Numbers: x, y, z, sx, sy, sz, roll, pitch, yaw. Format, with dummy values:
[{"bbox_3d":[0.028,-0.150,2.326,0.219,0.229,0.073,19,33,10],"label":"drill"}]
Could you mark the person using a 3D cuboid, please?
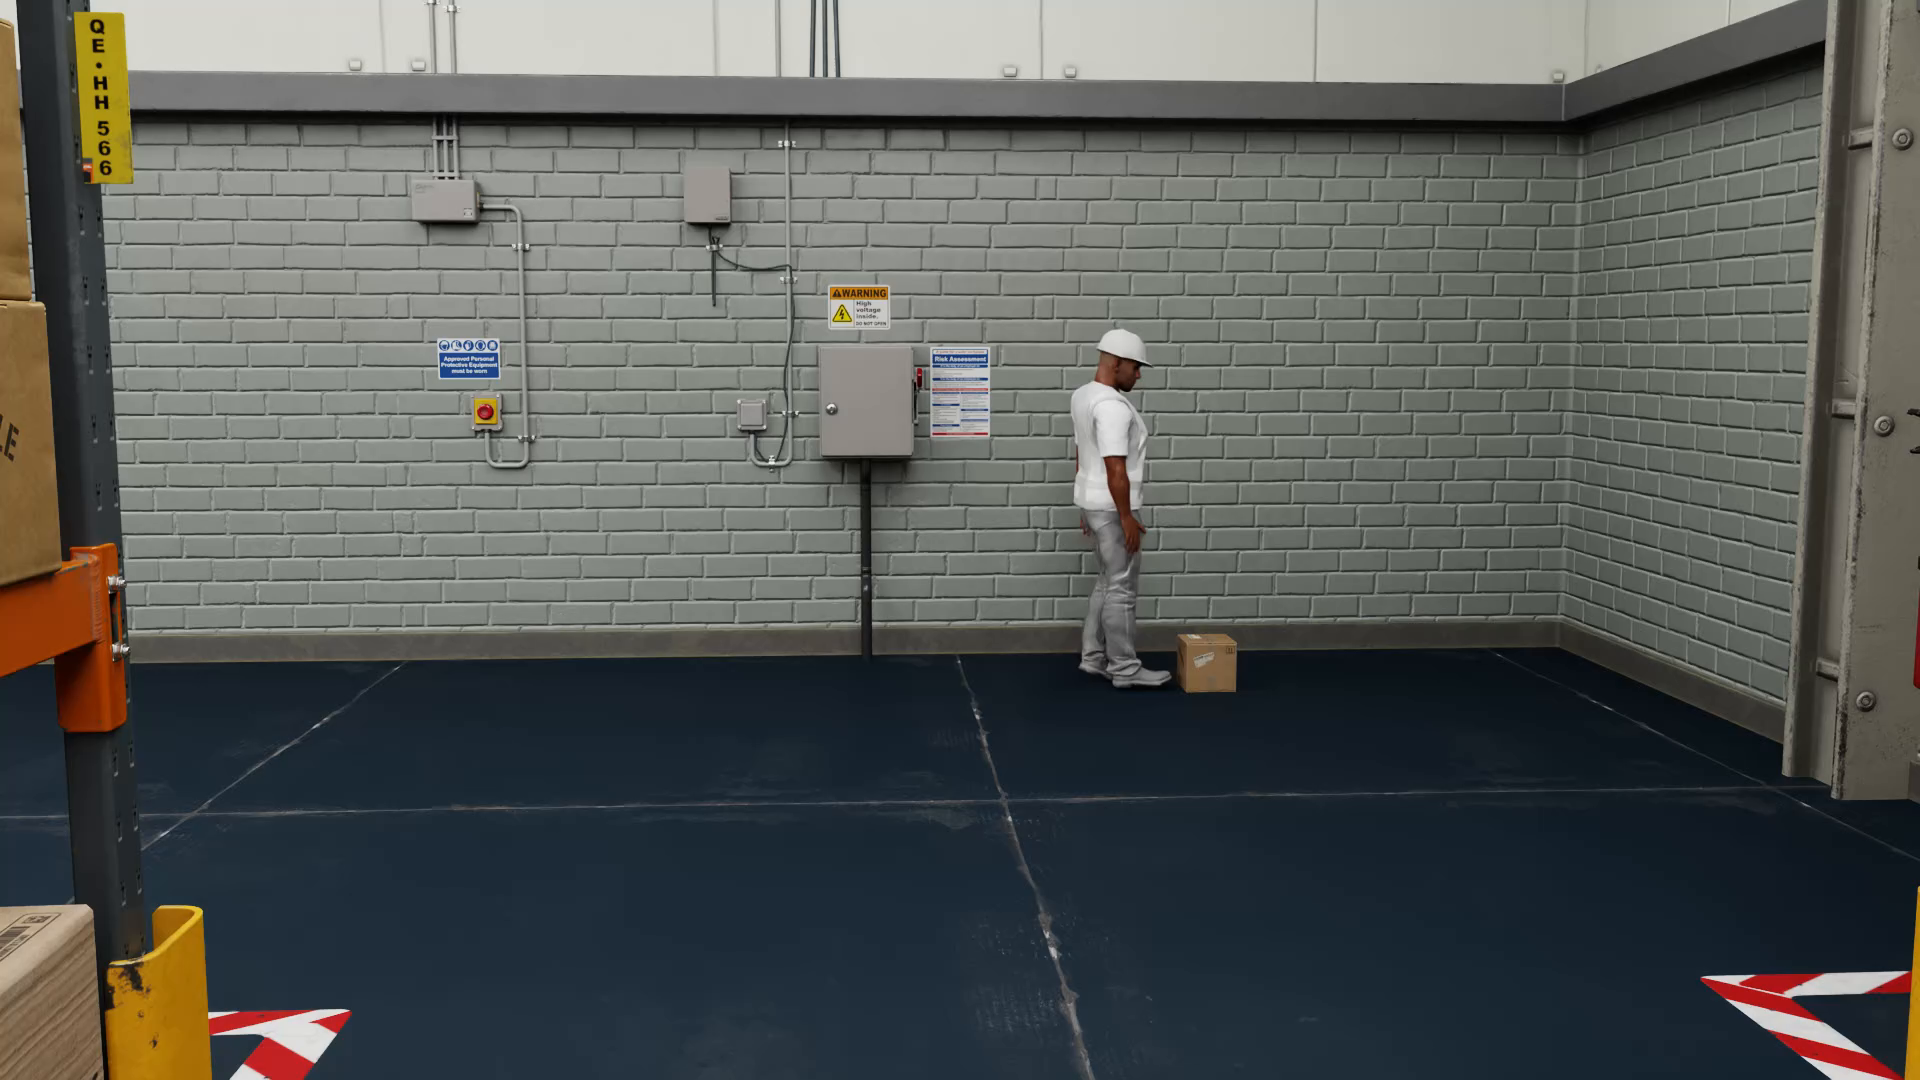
[{"bbox_3d":[0.812,-0.128,8.236,0.496,1.819,0.605,-1,7,-10],"label":"person"}]
